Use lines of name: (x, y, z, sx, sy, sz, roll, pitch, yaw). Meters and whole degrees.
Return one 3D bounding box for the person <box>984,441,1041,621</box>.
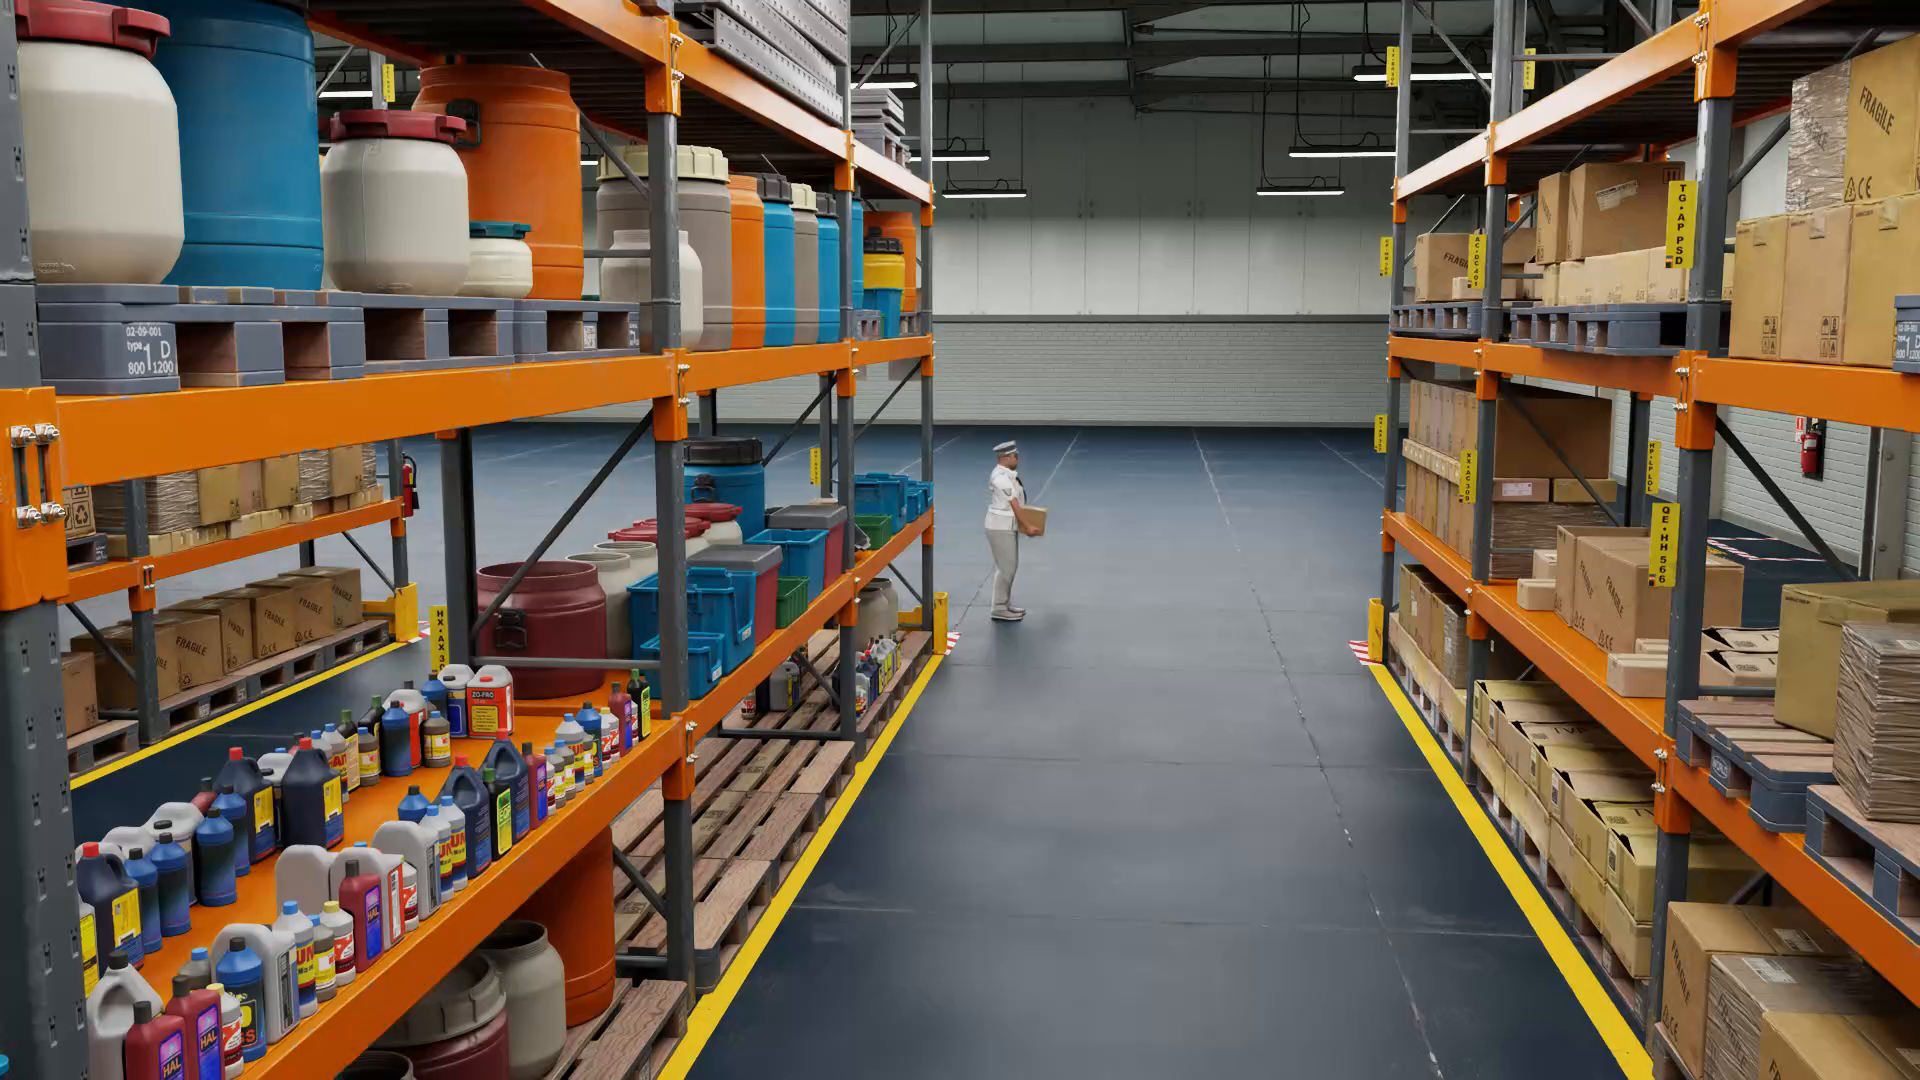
person: (0.529, -0.104, 16.512, 0.573, 1.770, 0.490, 1, 8, 5)
